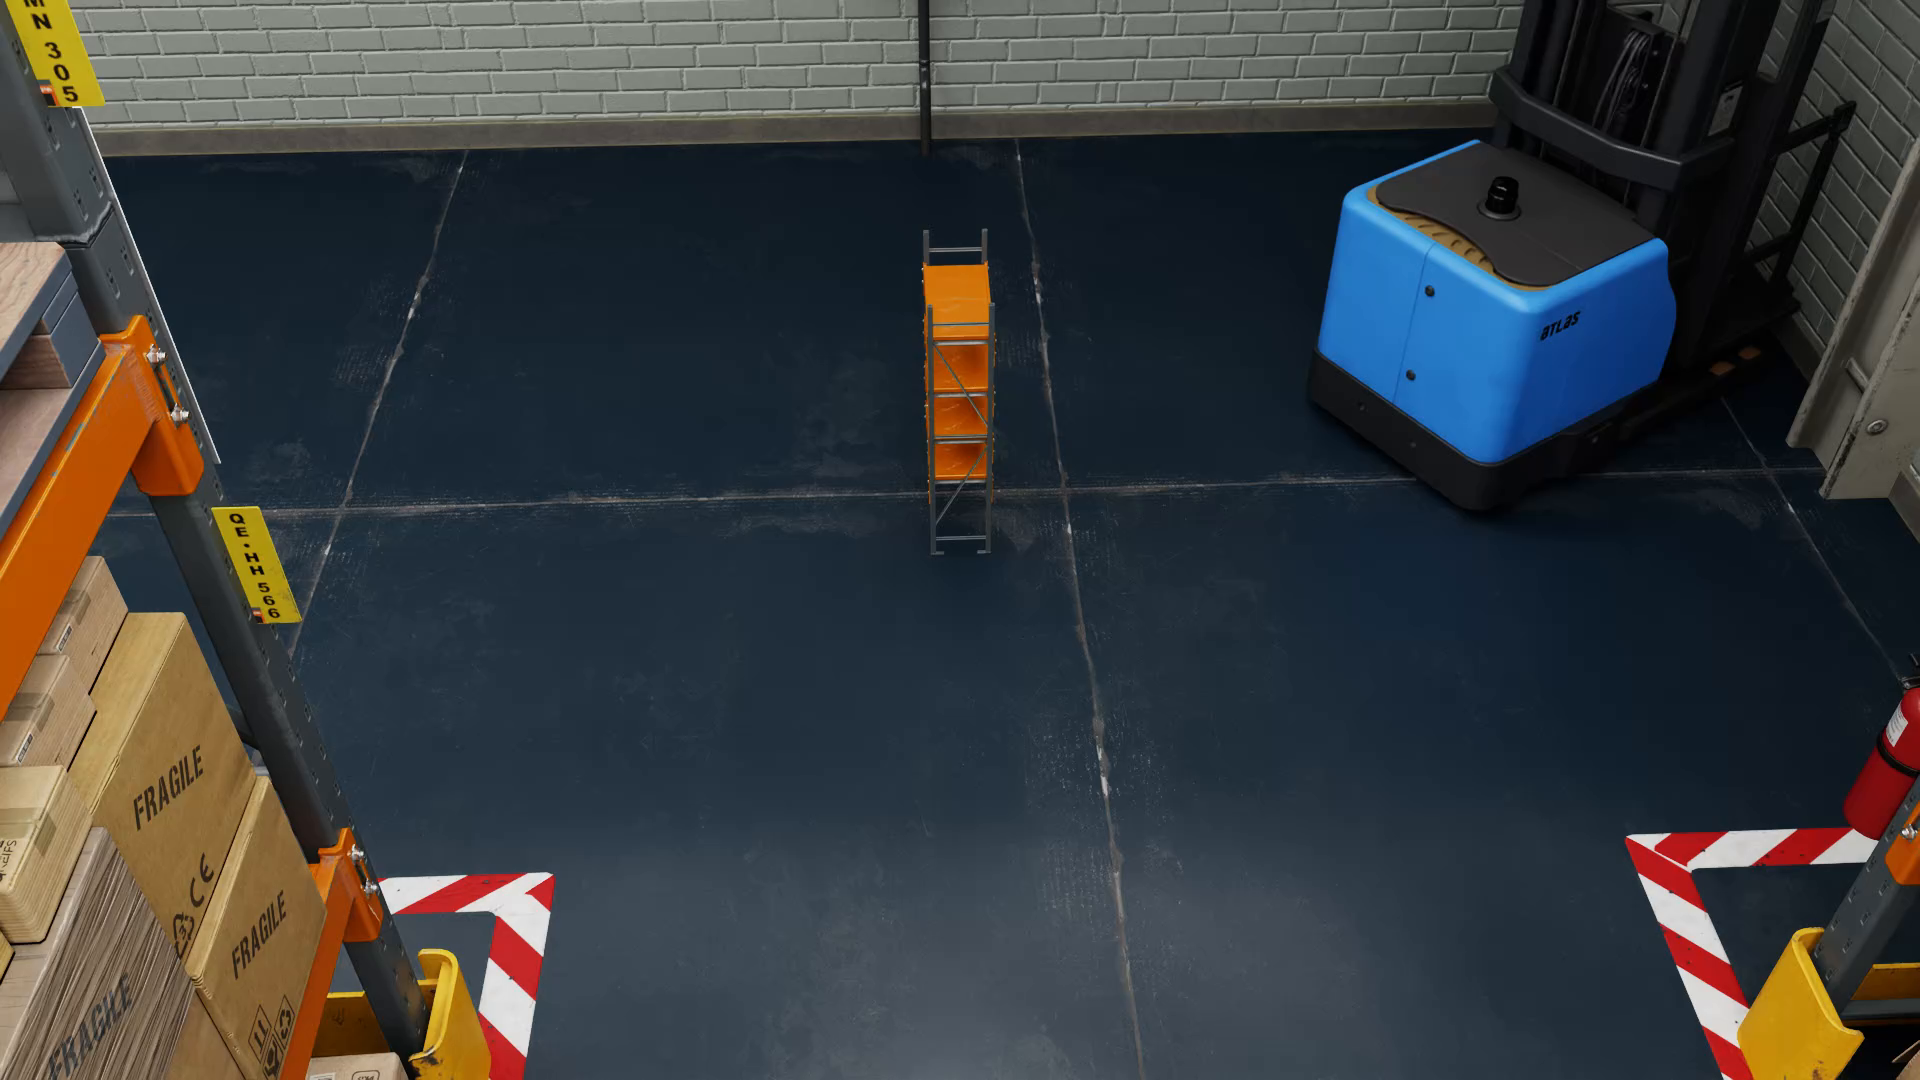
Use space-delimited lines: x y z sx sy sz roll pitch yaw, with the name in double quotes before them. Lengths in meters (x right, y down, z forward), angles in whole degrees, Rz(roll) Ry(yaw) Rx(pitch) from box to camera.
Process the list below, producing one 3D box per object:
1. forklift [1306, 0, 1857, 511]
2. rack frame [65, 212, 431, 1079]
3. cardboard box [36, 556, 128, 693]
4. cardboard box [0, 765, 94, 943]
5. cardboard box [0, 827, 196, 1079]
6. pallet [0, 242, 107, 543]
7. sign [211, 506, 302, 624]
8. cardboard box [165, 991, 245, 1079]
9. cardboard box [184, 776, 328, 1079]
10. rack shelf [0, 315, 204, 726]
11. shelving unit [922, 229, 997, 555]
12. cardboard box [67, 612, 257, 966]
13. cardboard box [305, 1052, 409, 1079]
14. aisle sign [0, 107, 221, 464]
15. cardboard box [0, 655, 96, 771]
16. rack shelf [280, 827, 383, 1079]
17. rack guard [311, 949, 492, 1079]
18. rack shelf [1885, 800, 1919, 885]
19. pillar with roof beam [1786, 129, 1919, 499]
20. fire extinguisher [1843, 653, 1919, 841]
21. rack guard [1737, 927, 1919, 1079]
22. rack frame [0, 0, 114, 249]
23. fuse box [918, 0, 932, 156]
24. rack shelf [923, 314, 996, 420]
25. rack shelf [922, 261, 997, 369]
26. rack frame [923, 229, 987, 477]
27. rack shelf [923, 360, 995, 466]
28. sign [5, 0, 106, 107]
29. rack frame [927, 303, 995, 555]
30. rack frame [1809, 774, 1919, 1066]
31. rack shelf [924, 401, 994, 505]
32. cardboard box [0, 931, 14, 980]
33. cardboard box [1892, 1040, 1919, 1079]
"forklift" 3.038 -1.987 6.749 3.031 2.935 1.130 -25 48 -25
"rack frame" -1.997 0.576 3.902 1.000 3.000 0.127 -2 43 -2
"cardboard box" -1.782 0.168 3.053 0.380 0.149 0.250 -1 43 -1
"cardboard box" -1.652 0.511 2.679 0.380 0.149 0.250 -2 43 -2
"cardboard box" -1.687 0.841 2.798 0.500 0.500 0.500 -2 43 -2
"pallet" -1.955 0.003 2.372 1.003 0.211 1.213 -2 43 -2
"sign" -1.454 0.056 3.437 0.100 0.325 0.005 -2 43 -2
"cardboard box" -1.706 1.196 3.151 0.500 0.500 0.500 -2 43 -3
"cardboard box" -1.712 0.857 3.521 0.500 0.500 0.500 -1 43 -2
"rack shelf" -1.912 1.086 1.658 1.077 0.370 4.000 -2 43 -2
"shelving unit" -0.007 -0.554 6.466 0.258 1.200 0.503 -2 43 -2
"cardboard box" -1.739 0.489 3.182 0.500 0.500 0.500 0 43 0
"cardboard box" -1.869 1.808 4.143 0.875 0.438 0.875 -3 43 -3
"aisle sign" -1.690 -0.440 3.086 0.394 0.787 0.004 -2 43 -2
"cardboard box" -1.747 0.339 2.867 0.380 0.149 0.250 -1 43 -1
"rack shelf" -1.912 2.191 2.672 1.077 0.370 4.000 -2 43 -2
"rack guard" -1.998 1.481 4.764 1.175 0.500 0.348 -2 43 -2
"rack shelf" 3.047 2.046 2.830 1.077 0.370 4.000 -2 43 -2
"pillar with roof beam" -0.553 -3.503 3.912 9.100 9.000 0.400 -2 43 -2
"fire extinguisher" 2.494 0.511 4.306 0.296 0.674 0.183 -2 43 -2
"rack guard" 2.965 1.404 4.848 1.175 0.500 0.348 -2 43 -2
"rack frame" -1.997 -1.636 1.875 1.000 3.000 0.127 -2 43 -2
"fuse box" -0.155 -2.717 8.448 0.539 1.711 0.414 -2 43 -2
"rack shelf" -0.007 -0.669 6.361 0.258 0.148 0.480 -2 43 -2
"rack shelf" -0.007 -0.844 6.201 0.258 0.148 0.480 -2 43 -2
"rack frame" -0.017 -0.719 6.646 0.240 1.200 0.015 -2 43 -2
"rack shelf" -0.007 -0.504 6.512 0.258 0.148 0.480 -2 43 -2
"sign" -1.454 -0.833 2.622 0.100 0.325 0.005 -2 43 -2
"rack frame" 0.003 -0.389 6.287 0.240 1.200 0.015 -2 43 -2
"rack frame" 2.962 0.431 4.060 1.000 3.000 0.127 -2 43 -2
"rack shelf" -0.007 -0.358 6.646 0.258 0.148 0.480 -2 43 -2
"cardboard box" -1.682 0.682 2.492 0.380 0.149 0.250 -1 43 -1
"cardboard box" 2.893 1.612 4.308 0.797 0.503 0.637 -3 43 -3
